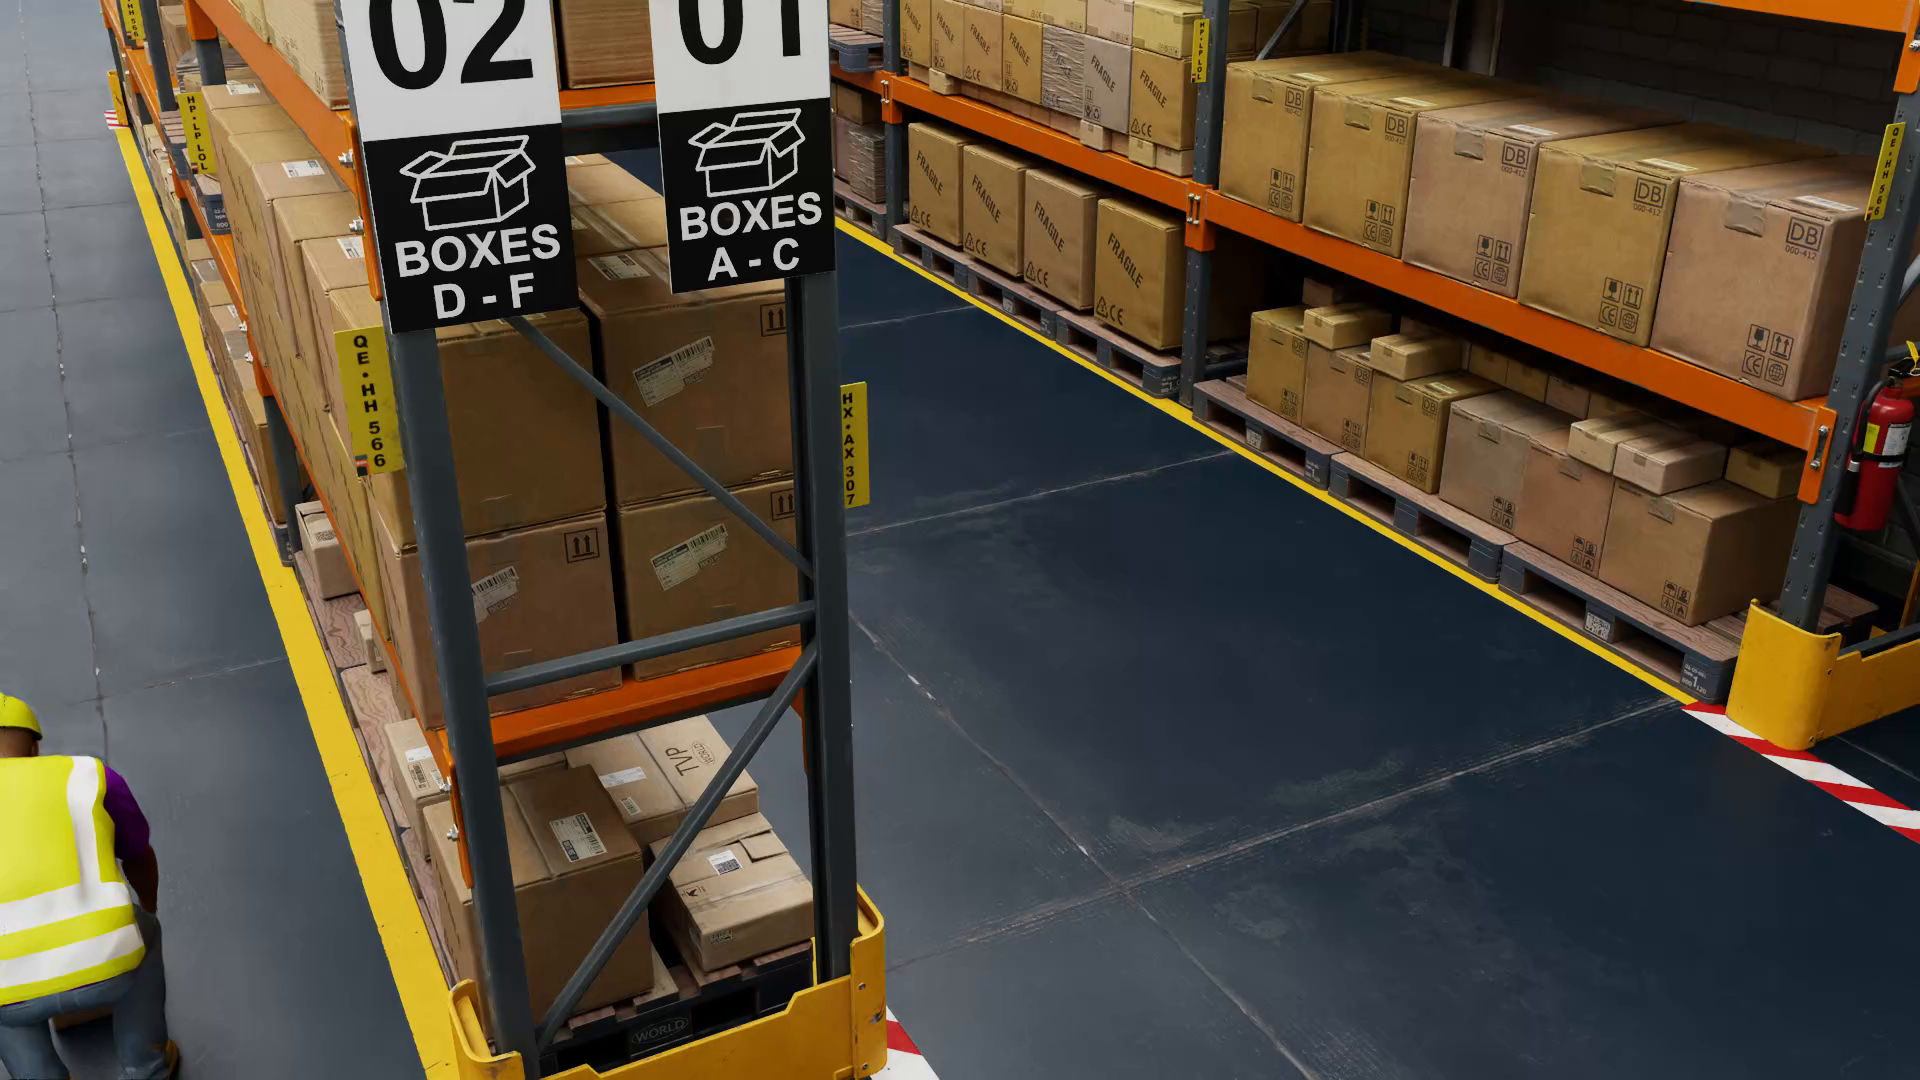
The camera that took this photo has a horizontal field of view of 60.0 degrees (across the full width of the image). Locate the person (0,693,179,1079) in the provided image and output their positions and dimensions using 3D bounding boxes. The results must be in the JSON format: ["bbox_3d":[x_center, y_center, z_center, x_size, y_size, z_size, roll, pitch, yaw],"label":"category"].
[{"bbox_3d":[-2.553,1.061,4.611,0.606,1.113,0.869,-11,28,-22],"label":"person"}]
